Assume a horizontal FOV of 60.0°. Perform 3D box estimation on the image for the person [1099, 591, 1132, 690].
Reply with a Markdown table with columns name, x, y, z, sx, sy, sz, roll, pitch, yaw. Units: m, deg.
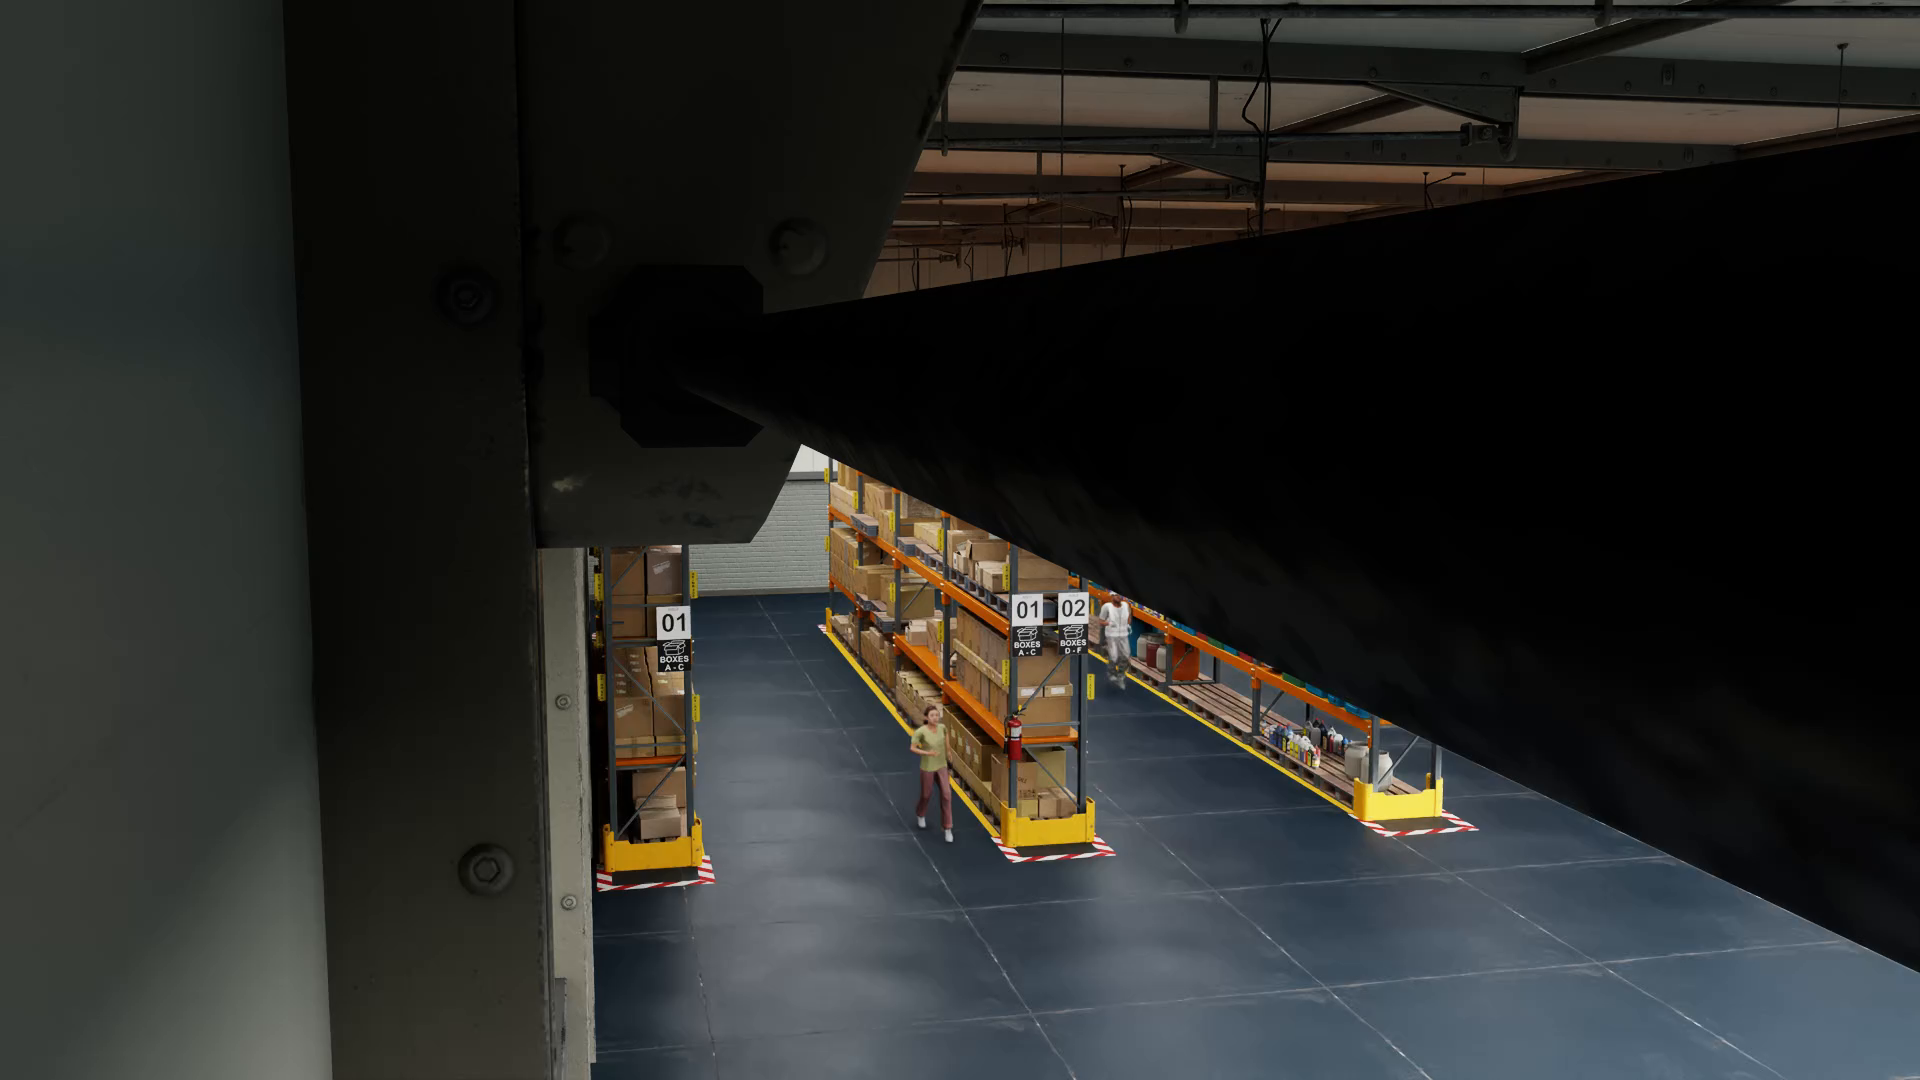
| name | x | y | z | sx | sy | sz | roll | pitch | yaw |
| --- | --- | --- | --- | --- | --- | --- | --- | --- | --- |
| person | 2.811 | 1.763 | 29.533 | 0.662 | 1.844 | 0.643 | -1 | 7 | -12 |

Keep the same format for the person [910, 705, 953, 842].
| name | x | y | z | sx | sy | sz | roll | pitch | yaw |
| --- | --- | --- | --- | --- | --- | --- | --- | --- | --- |
| person | -0.365 | 2.960 | 21.362 | 0.594 | 1.676 | 0.885 | -3 | 7 | -20 |
